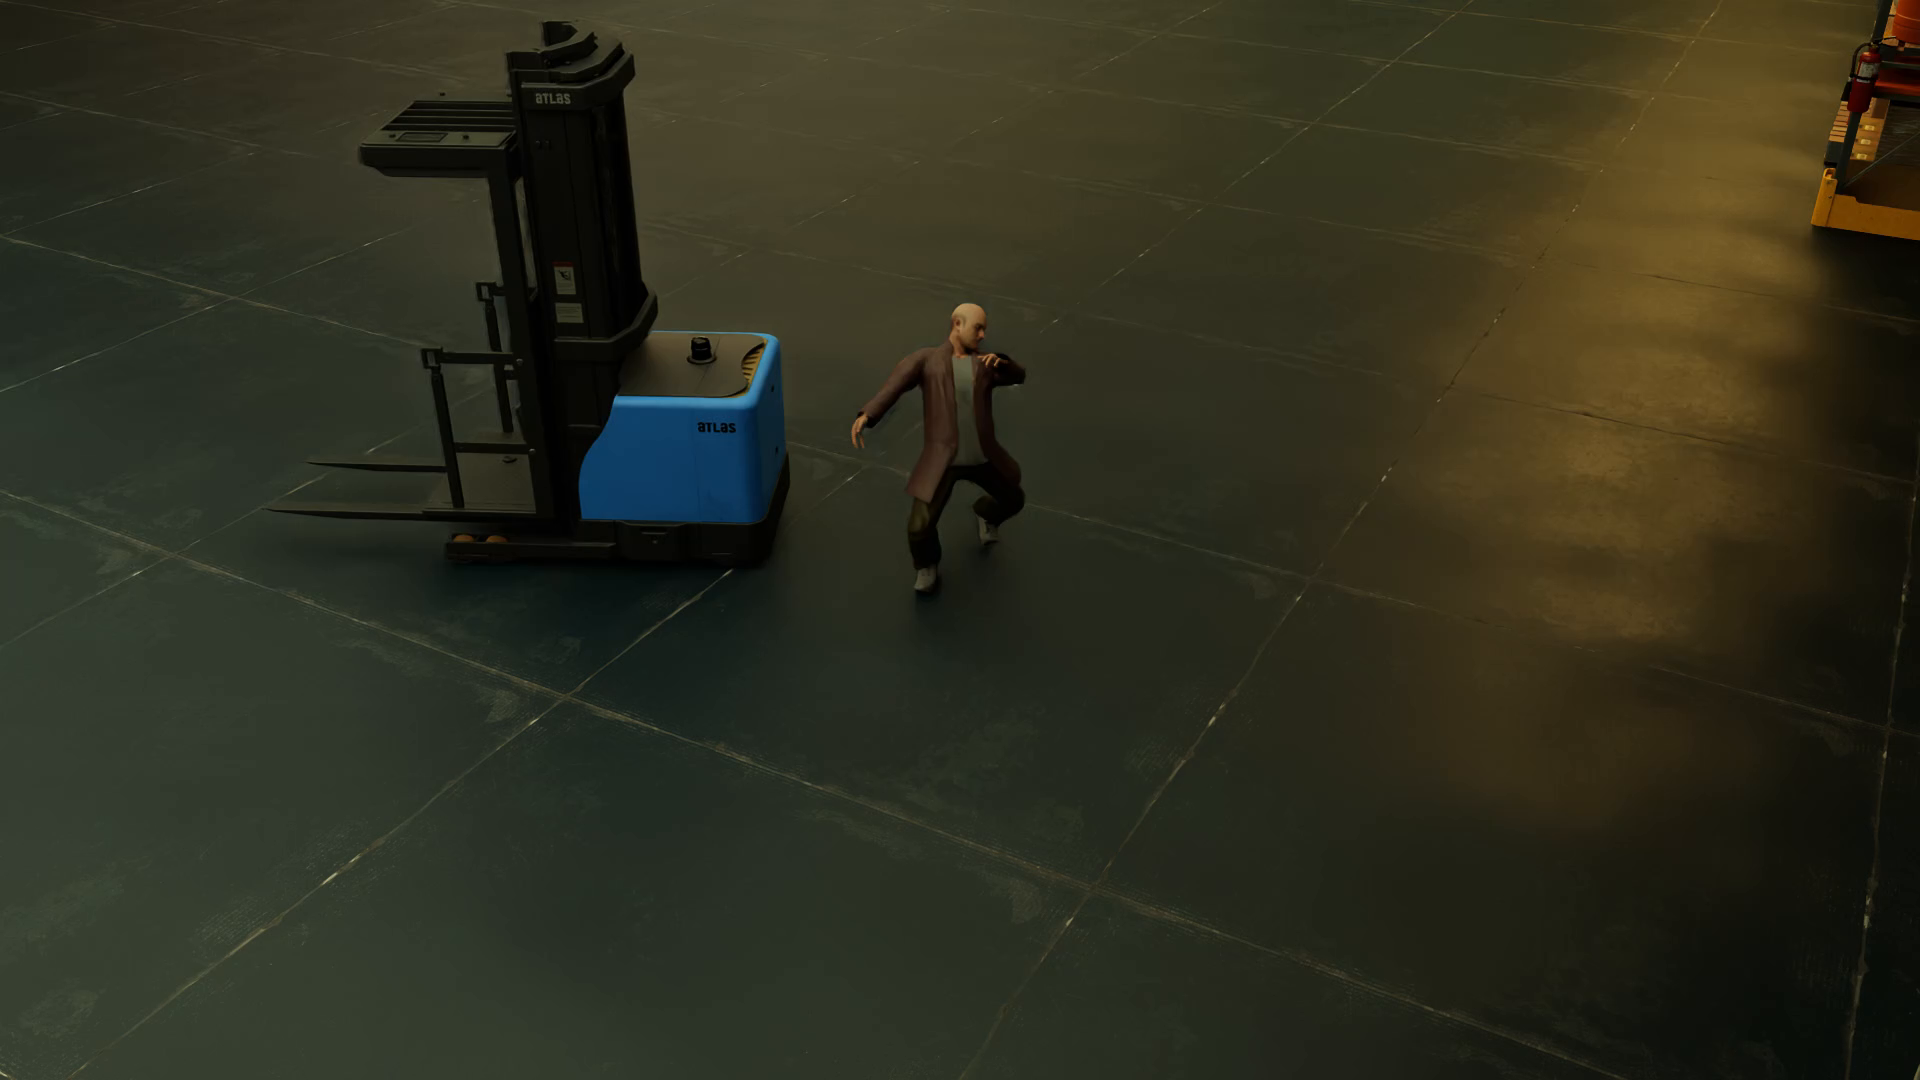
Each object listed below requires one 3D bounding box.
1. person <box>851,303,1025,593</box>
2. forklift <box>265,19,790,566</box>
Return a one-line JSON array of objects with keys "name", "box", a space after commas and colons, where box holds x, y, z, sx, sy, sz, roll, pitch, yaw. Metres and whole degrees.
[{"name": "person", "box": [-0.129, -0.447, 9.222, 1.065, 1.537, 0.835, -13, 33, -22]}, {"name": "forklift", "box": [-2.605, -1.389, 9.477, 3.031, 2.935, 1.130, 2, 30, 3]}]
